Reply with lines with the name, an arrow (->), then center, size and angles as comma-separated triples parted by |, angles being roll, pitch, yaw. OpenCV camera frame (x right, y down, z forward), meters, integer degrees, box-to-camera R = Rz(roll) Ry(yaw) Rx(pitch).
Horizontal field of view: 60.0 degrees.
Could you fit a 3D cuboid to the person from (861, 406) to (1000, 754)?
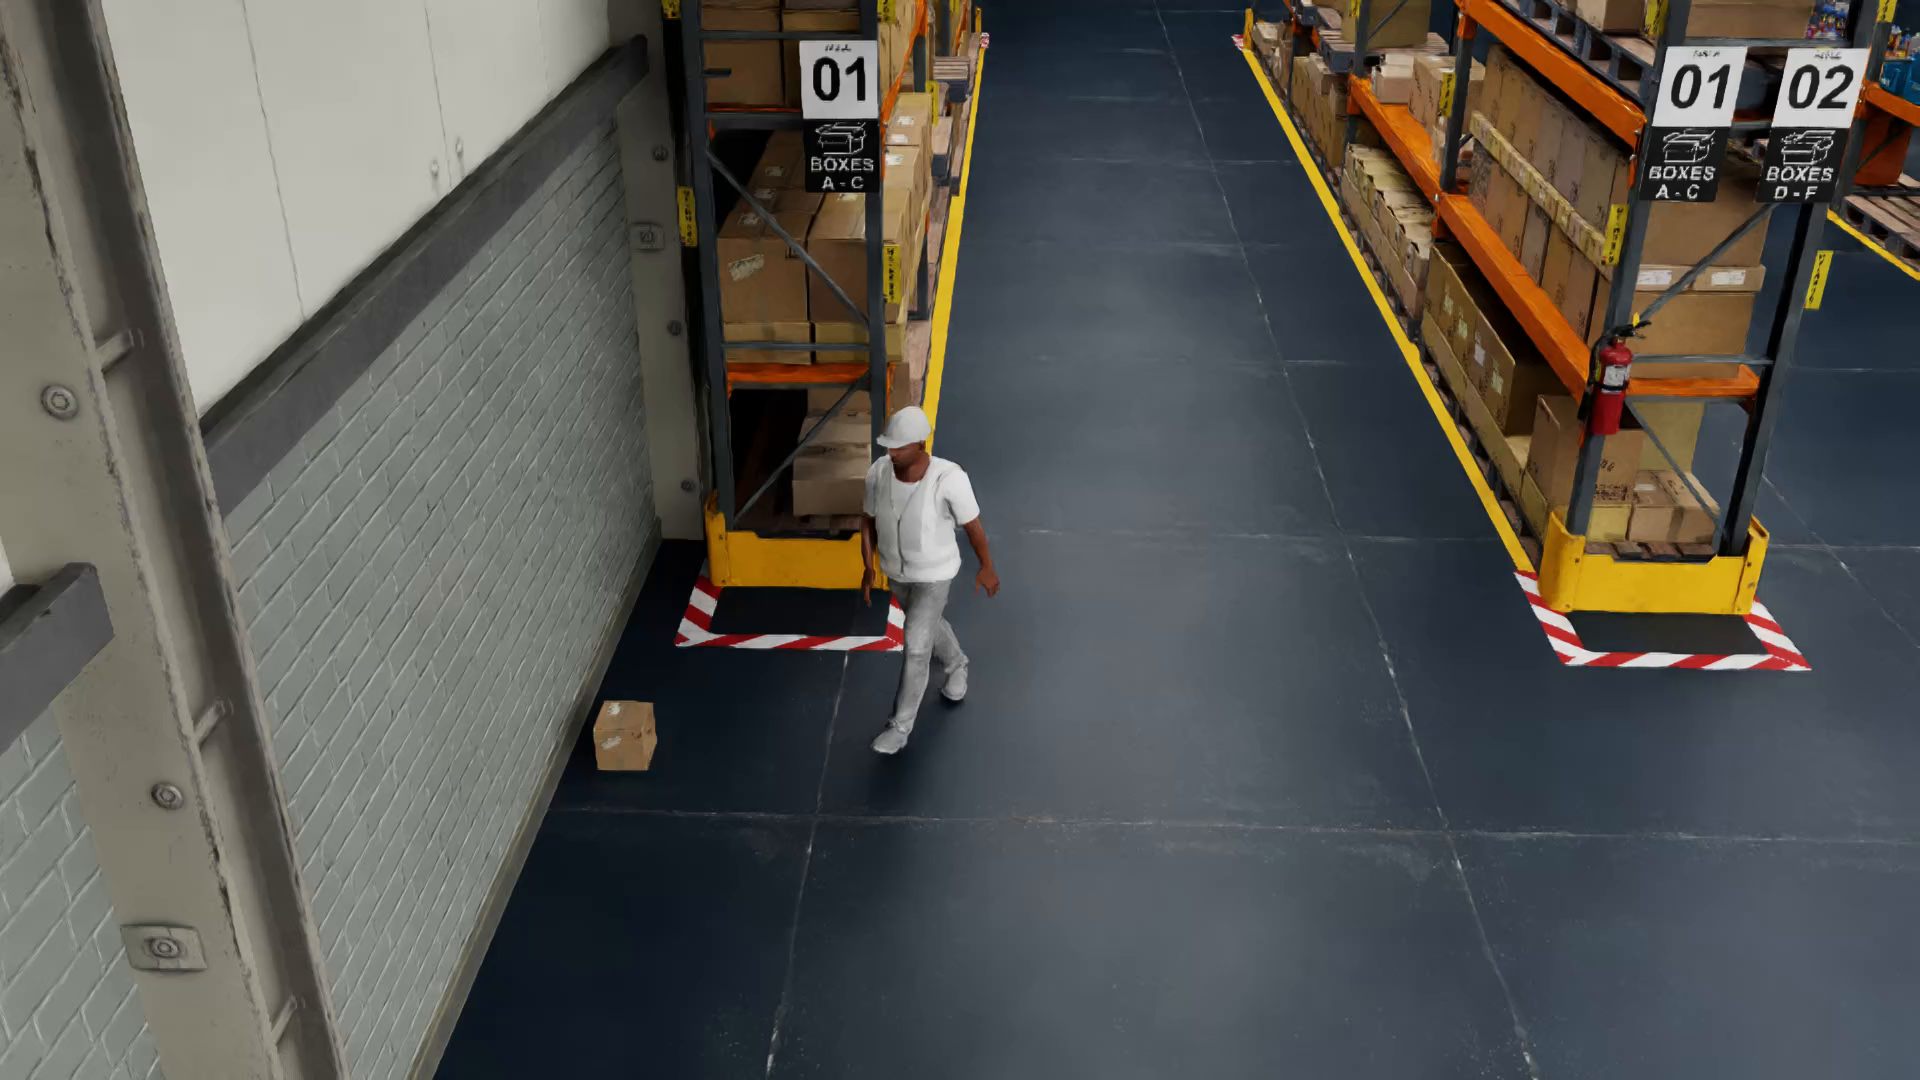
person -> -0.232, 0.169, 8.273 | 0.653, 1.715, 0.994 | 16, 32, 27
